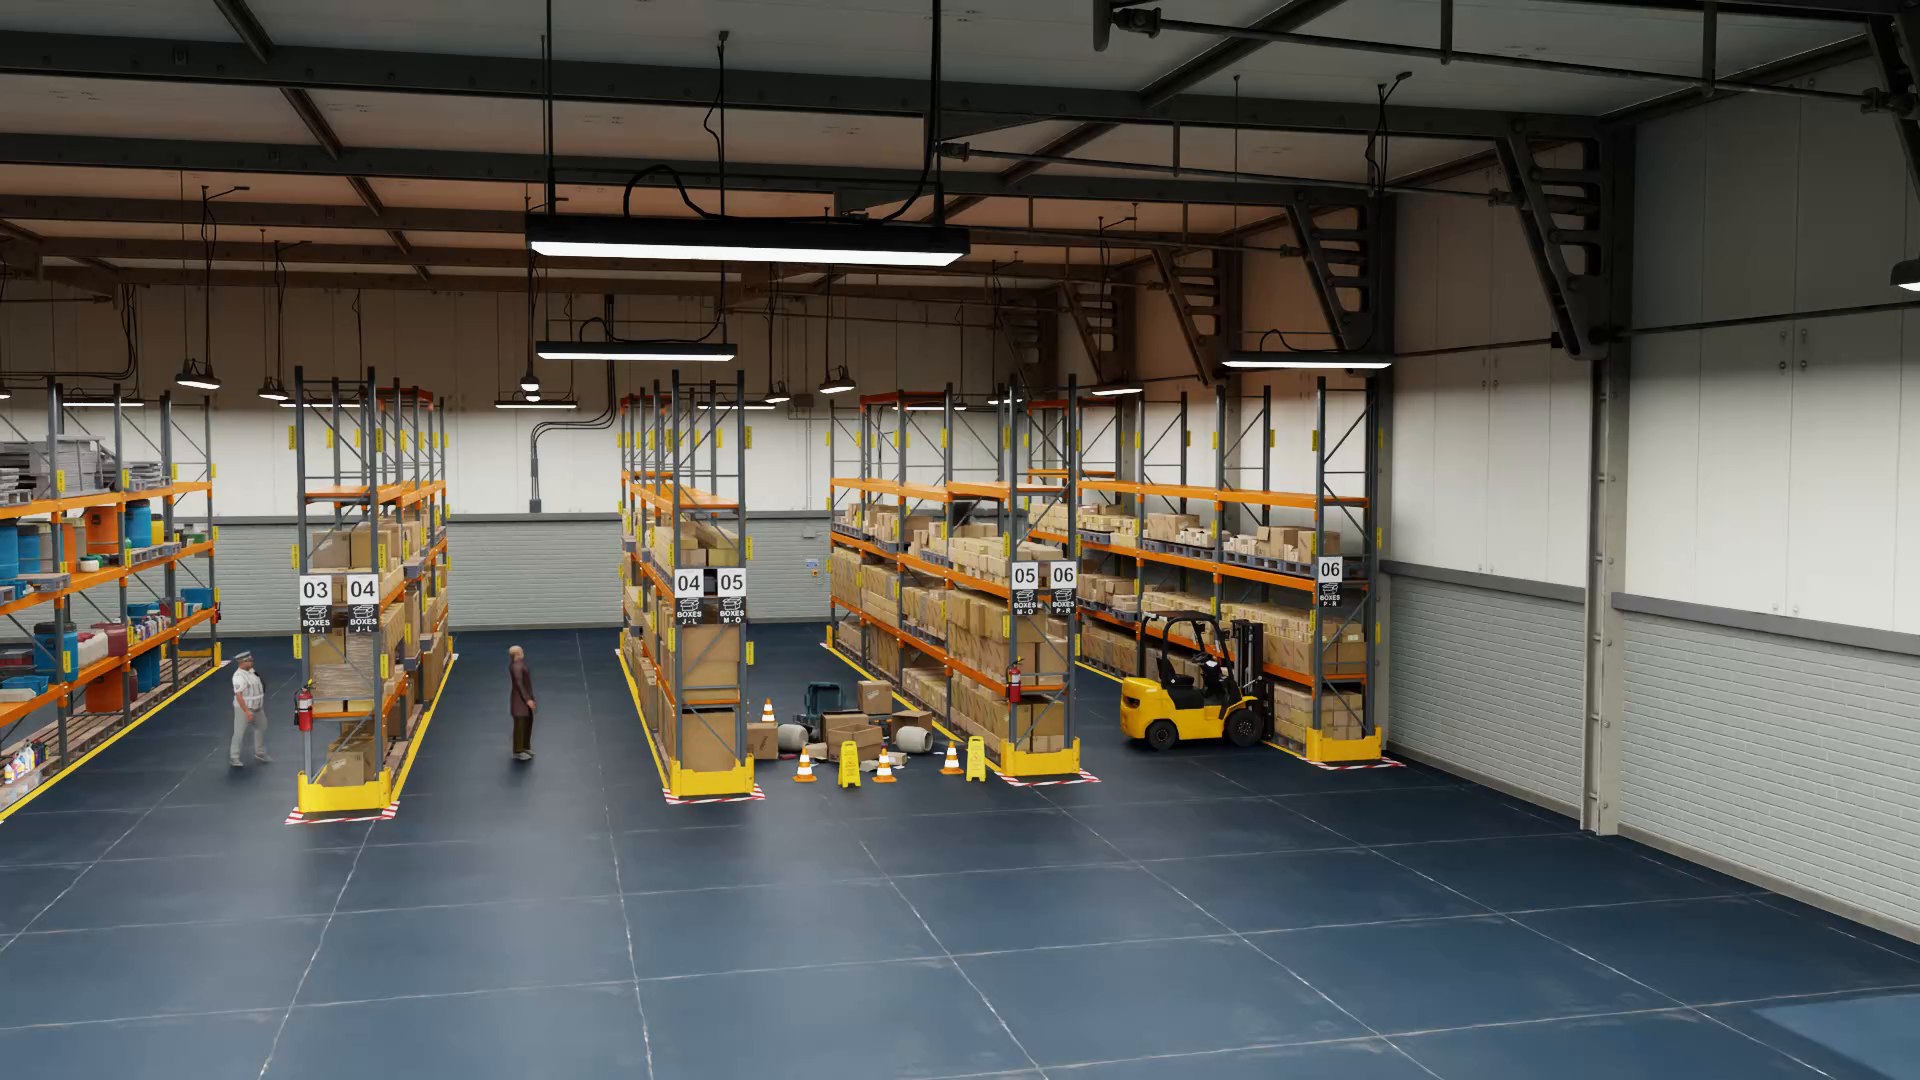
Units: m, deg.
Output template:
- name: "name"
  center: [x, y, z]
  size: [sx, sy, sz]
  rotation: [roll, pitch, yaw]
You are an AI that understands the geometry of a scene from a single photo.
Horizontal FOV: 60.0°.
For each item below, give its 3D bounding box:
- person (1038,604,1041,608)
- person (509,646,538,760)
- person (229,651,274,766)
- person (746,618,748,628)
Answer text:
- name: "person"
  center: [1.583, 1.973, 36.794]
  size: [0.398, 1.668, 0.504]
  rotation: [-2, 4, -27]
- name: "person"
  center: [-6.866, 2.612, 26.211]
  size: [0.562, 1.745, 0.685]
  rotation: [1, 3, 11]
- name: "person"
  center: [-10.997, 2.616, 25.784]
  size: [0.514, 1.819, 0.705]
  rotation: [1, 4, 14]
- name: "person"
  center: [-5.094, 1.897, 38.175]
  size: [0.419, 1.661, 0.490]
  rotation: [-2, 4, -24]
